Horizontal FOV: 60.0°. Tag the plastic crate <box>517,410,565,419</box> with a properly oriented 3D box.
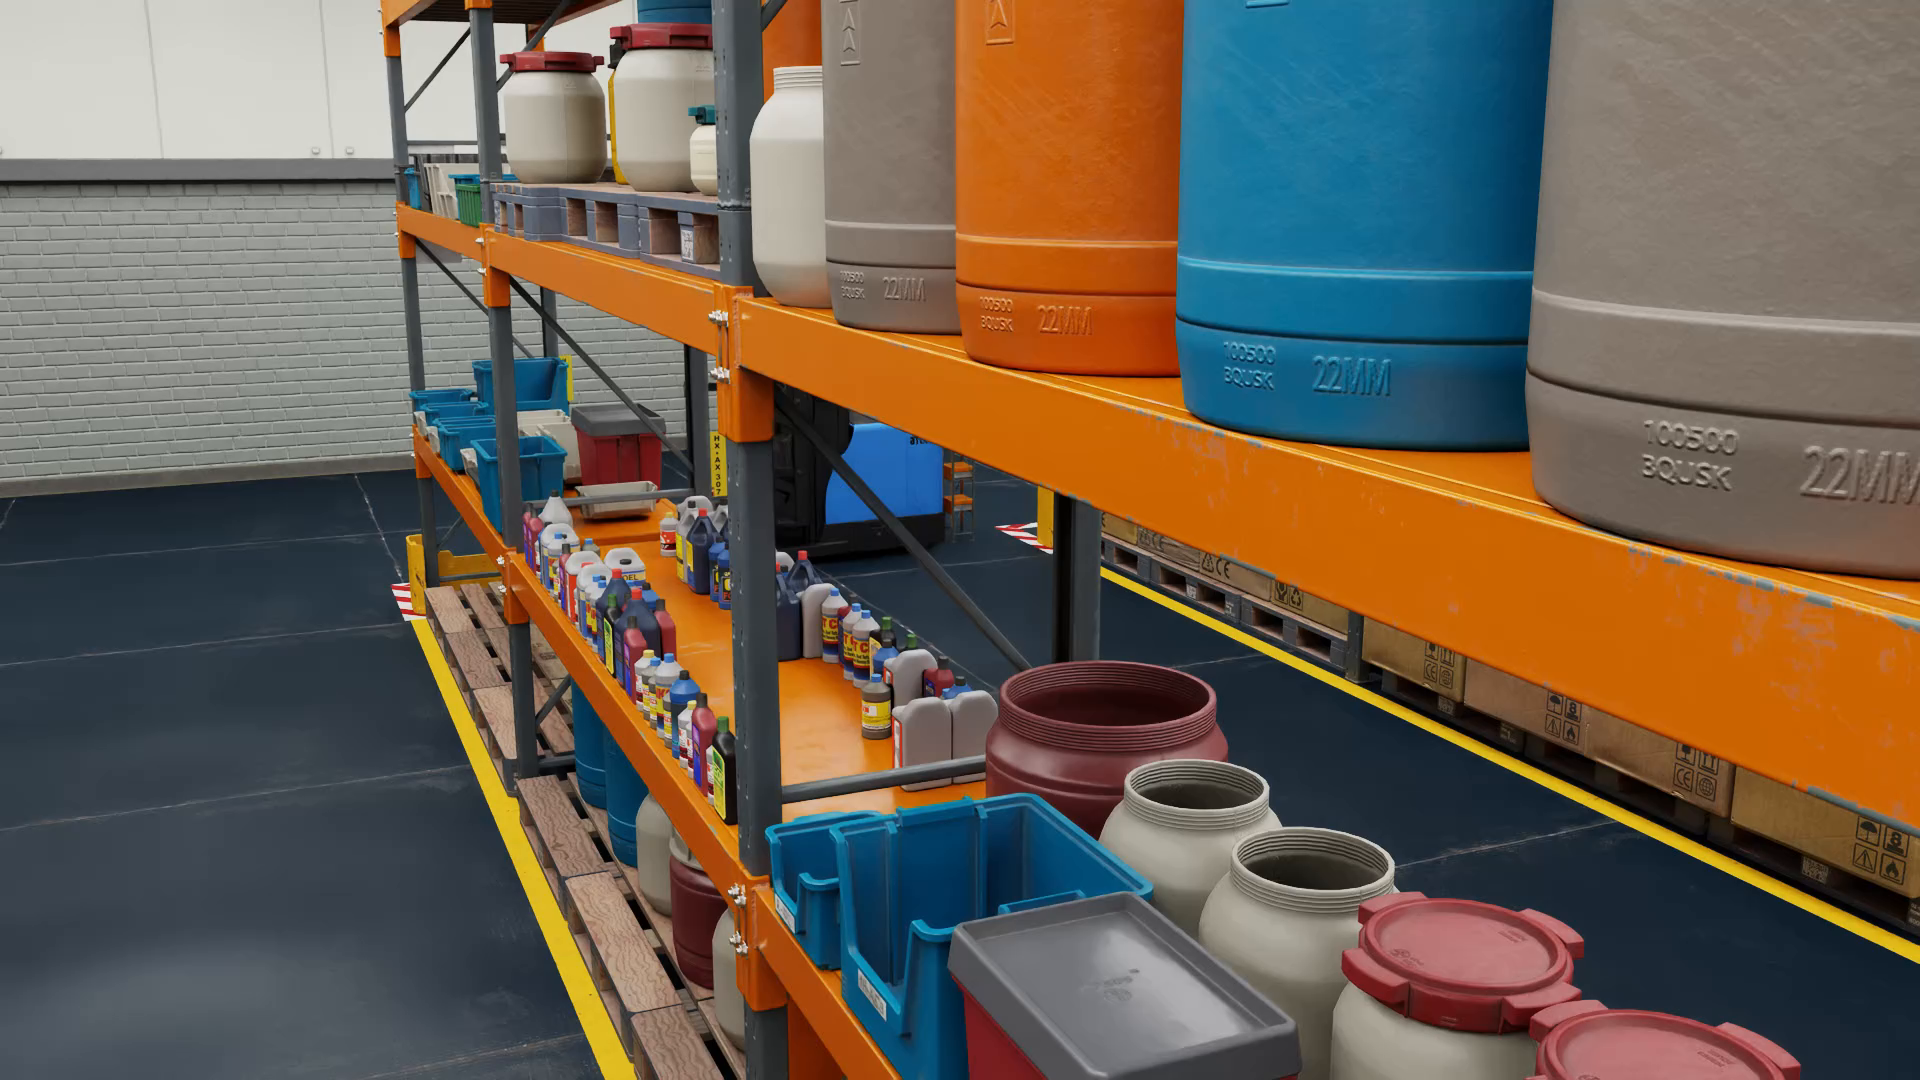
[{"bbox_3d":[-2.812,-0.767,10.982,0.396,0.136,0.243,-6,14,-23],"label":"plastic crate"}]

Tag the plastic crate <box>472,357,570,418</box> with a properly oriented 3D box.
[{"bbox_3d":[-2.999,-1.012,11.380,0.616,0.435,0.499,-6,14,-23],"label":"plastic crate"}]

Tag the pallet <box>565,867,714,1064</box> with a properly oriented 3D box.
[{"bbox_3d":[-0.939,1.582,6.565,1.003,0.211,1.213,-6,14,-23],"label":"pallet"}]

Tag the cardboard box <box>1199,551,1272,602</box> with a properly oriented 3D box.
[{"bbox_3d":[2.284,-0.138,11.595,0.875,0.875,0.875,-6,14,-23],"label":"cardboard box"}]

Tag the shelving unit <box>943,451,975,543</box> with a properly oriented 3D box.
[{"bbox_3d":[-0.021,-0.523,13.799,0.215,1.050,0.252,-6,14,-23],"label":"shelving unit"}]

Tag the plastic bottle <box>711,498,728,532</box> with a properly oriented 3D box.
[{"bbox_3d":[-1.034,-0.007,7.359,0.144,0.351,0.185,-6,14,-23],"label":"plastic bottle"}]

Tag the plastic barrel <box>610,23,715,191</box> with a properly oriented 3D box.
[{"bbox_3d":[-0.948,-1.450,5.598,0.433,0.535,0.433,0,13,0],"label":"plastic barrel"}]

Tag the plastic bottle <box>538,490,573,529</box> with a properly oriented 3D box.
[{"bbox_3d":[-1.842,-0.057,7.575,0.144,0.351,0.185,-6,14,-23],"label":"plastic bottle"}]

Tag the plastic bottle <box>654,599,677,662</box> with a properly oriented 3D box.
[{"bbox_3d":[-1.053,0.359,5.924,0.061,0.283,0.133,-6,14,-23],"label":"plastic bottle"}]

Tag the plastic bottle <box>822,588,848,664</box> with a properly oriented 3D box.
[{"bbox_3d":[-0.461,0.314,6.147,0.097,0.271,0.097,0,13,0],"label":"plastic bottle"}]

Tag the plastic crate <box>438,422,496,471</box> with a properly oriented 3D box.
[{"bbox_3d":[-2.860,-0.551,9.836,0.416,0.233,0.300,-6,14,-23],"label":"plastic crate"}]

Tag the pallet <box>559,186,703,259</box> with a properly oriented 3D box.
[{"bbox_3d":[-0.842,-1.174,6.056,1.003,0.211,1.213,-6,14,-23],"label":"pallet"}]

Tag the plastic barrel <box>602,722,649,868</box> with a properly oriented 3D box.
[{"bbox_3d":[-1.216,0.886,7.111,0.600,0.901,0.708,-6,14,-23],"label":"plastic barrel"}]

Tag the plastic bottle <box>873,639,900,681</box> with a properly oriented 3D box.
[{"bbox_3d":[-0.240,0.462,5.506,0.097,0.271,0.097,0,13,0],"label":"plastic bottle"}]

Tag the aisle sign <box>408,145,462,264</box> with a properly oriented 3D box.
[{"bbox_3d":[-3.606,-2.273,11.272,0.394,0.787,0.004,-6,14,-23],"label":"aisle sign"}]

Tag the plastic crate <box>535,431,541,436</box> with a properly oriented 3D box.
[{"bbox_3d":[-2.440,-0.591,10.222,0.298,0.136,0.250,-6,14,-23],"label":"plastic crate"}]

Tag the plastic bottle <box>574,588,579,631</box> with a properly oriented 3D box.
[{"bbox_3d":[-1.474,0.253,6.566,0.097,0.201,0.097,0,13,0],"label":"plastic bottle"}]

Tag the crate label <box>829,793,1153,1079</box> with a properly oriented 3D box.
[{"bbox_3d":[0.050,0.847,3.479,0.502,0.435,0.616,-6,14,-23],"label":"crate label"}]

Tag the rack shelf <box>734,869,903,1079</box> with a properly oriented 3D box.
[{"bbox_3d":[0.701,1.398,2.771,1.077,0.370,4.000,-6,14,-23],"label":"rack shelf"}]

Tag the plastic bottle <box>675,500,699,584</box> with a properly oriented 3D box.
[{"bbox_3d":[-1.166,0.006,7.302,0.144,0.351,0.185,-6,14,-23],"label":"plastic bottle"}]

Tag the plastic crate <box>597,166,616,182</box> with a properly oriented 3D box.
[{"bbox_3d":[-1.949,-1.871,8.938,0.497,0.269,0.590,-6,14,-23],"label":"plastic crate"}]

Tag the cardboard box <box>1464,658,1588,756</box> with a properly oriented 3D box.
[{"bbox_3d":[3.469,0.506,8.810,1.225,0.875,0.875,-6,14,-25],"label":"cardboard box"}]

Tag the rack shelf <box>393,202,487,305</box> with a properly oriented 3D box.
[{"bbox_3d":[-2.504,-1.716,9.574,1.077,0.370,4.000,-6,14,-23],"label":"rack shelf"}]

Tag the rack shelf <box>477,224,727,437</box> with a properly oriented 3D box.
[{"bbox_3d":[-0.901,-0.889,6.003,1.077,0.370,4.000,-6,14,-23],"label":"rack shelf"}]

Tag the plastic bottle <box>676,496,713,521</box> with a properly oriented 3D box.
[{"bbox_3d":[-1.248,-0.079,7.834,0.152,0.276,0.135,-6,14,-23],"label":"plastic bottle"}]

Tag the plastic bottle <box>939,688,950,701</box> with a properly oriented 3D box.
[{"bbox_3d":[-0.038,0.566,5.211,0.097,0.201,0.097,0,13,0],"label":"plastic bottle"}]

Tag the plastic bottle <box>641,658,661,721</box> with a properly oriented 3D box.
[{"bbox_3d":[-1.009,0.493,5.530,0.097,0.201,0.097,0,13,0],"label":"plastic bottle"}]

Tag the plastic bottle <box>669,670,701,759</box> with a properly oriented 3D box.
[{"bbox_3d":[-0.853,0.539,5.174,0.097,0.271,0.097,0,13,0],"label":"plastic bottle"}]

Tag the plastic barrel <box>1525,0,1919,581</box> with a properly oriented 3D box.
[{"bbox_3d":[0.838,-0.465,1.463,0.600,0.901,0.600,0,13,0],"label":"plastic barrel"}]

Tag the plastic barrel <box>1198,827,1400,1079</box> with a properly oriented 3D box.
[{"bbox_3d":[0.676,0.860,3.252,0.421,0.512,0.421,0,13,0],"label":"plastic barrel"}]

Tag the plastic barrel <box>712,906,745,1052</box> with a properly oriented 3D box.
[{"bbox_3d":[-0.620,1.434,5.608,0.421,0.512,0.421,0,13,0],"label":"plastic barrel"}]

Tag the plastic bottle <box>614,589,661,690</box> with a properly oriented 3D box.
[{"bbox_3d":[-1.136,0.341,5.854,0.144,0.351,0.185,-6,14,-23],"label":"plastic bottle"}]

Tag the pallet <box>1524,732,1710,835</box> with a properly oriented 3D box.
[{"bbox_3d":[3.707,1.124,8.543,1.003,0.211,1.213,-6,14,-23],"label":"pallet"}]

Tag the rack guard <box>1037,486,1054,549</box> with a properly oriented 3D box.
[{"bbox_3d":[1.224,-0.253,13.853,1.175,0.500,0.348,-6,14,-23],"label":"rack guard"}]

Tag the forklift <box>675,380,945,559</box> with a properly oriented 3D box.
[{"bbox_3d":[-1.679,-1.309,13.025,3.031,2.935,1.130,-6,14,-25],"label":"forklift"}]

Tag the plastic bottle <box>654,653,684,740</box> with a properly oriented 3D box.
[{"bbox_3d":[-0.931,0.499,5.348,0.097,0.271,0.097,0,13,0],"label":"plastic bottle"}]

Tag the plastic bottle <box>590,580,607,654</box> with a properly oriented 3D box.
[{"bbox_3d":[-1.342,0.287,6.264,0.097,0.271,0.097,0,13,0],"label":"plastic bottle"}]

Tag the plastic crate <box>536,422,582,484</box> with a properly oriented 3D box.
[{"bbox_3d":[-2.145,-0.495,9.487,0.437,0.282,0.530,-6,14,-23],"label":"plastic crate"}]

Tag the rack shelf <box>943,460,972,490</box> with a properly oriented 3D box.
[{"bbox_3d":[-0.021,-0.512,13.802,0.215,0.259,0.240,-6,14,-23],"label":"rack shelf"}]

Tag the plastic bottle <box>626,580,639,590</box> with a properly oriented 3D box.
[{"bbox_3d":[-1.295,0.259,6.538,0.097,0.201,0.097,0,13,0],"label":"plastic bottle"}]

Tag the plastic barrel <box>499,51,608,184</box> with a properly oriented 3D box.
[{"bbox_3d":[-1.721,-1.793,7.077,0.433,0.535,0.433,0,13,0],"label":"plastic barrel"}]

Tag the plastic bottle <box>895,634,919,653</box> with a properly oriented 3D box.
[{"bbox_3d":[-0.174,0.446,5.551,0.061,0.283,0.133,-6,14,-23],"label":"plastic bottle"}]

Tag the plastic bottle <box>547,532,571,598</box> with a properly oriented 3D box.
[{"bbox_3d":[-1.698,0.103,7.058,0.097,0.271,0.097,0,13,0],"label":"plastic bottle"}]

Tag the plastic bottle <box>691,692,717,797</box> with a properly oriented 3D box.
[{"bbox_3d":[-0.745,0.599,4.889,0.061,0.283,0.133,-6,14,-23],"label":"plastic bottle"}]

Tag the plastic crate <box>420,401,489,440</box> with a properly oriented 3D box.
[{"bbox_3d":[-3.244,-0.749,10.692,0.416,0.233,0.300,-6,14,-23],"label":"plastic crate"}]

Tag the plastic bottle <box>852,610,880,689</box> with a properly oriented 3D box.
[{"bbox_3d":[-0.330,0.382,5.854,0.097,0.271,0.097,0,13,0],"label":"plastic bottle"}]

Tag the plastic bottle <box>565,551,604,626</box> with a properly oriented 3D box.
[{"bbox_3d":[-1.495,0.190,6.671,0.152,0.276,0.135,-6,14,-23],"label":"plastic bottle"}]

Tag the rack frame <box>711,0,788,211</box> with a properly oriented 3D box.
[{"bbox_3d":[-0.100,-2.288,3.799,1.000,3.000,0.127,-6,14,-23],"label":"rack frame"}]

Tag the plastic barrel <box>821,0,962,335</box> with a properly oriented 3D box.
[{"bbox_3d":[0.030,-0.882,3.263,0.600,0.901,0.600,0,13,0],"label":"plastic barrel"}]

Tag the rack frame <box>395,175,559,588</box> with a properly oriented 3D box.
[{"bbox_3d":[-3.305,-1.018,11.616,1.000,3.000,0.127,-6,14,-23],"label":"rack frame"}]

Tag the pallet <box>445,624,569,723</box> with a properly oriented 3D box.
[{"bbox_3d":[-2.525,0.766,10.092,1.003,0.211,1.213,-6,14,-23],"label":"pallet"}]

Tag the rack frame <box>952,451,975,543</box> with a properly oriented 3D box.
[{"bbox_3d":[0.027,-0.497,13.690,0.200,1.050,0.008,-6,14,-23],"label":"rack frame"}]

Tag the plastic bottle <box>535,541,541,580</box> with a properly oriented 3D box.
[{"bbox_3d":[-1.830,0.069,7.359,0.097,0.201,0.097,0,13,0],"label":"plastic bottle"}]

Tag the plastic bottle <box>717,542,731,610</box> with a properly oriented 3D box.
[{"bbox_3d":[-0.953,0.146,6.873,0.097,0.271,0.097,0,13,0],"label":"plastic bottle"}]

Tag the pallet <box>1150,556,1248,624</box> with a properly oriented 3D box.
[{"bbox_3d":[2.110,0.303,12.093,1.003,0.211,1.213,-6,14,-23],"label":"pallet"}]

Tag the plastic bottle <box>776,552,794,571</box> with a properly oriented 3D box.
[{"bbox_3d":[-0.753,0.176,6.731,0.152,0.276,0.135,-6,14,-23],"label":"plastic bottle"}]

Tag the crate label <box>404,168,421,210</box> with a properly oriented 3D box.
[{"bbox_3d":[-3.231,-2.187,10.345,0.408,0.251,0.502,-6,14,-23],"label":"crate label"}]

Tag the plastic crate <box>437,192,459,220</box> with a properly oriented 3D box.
[{"bbox_3d":[-2.561,-1.753,8.724,0.293,0.136,0.466,-6,14,-23],"label":"plastic crate"}]
